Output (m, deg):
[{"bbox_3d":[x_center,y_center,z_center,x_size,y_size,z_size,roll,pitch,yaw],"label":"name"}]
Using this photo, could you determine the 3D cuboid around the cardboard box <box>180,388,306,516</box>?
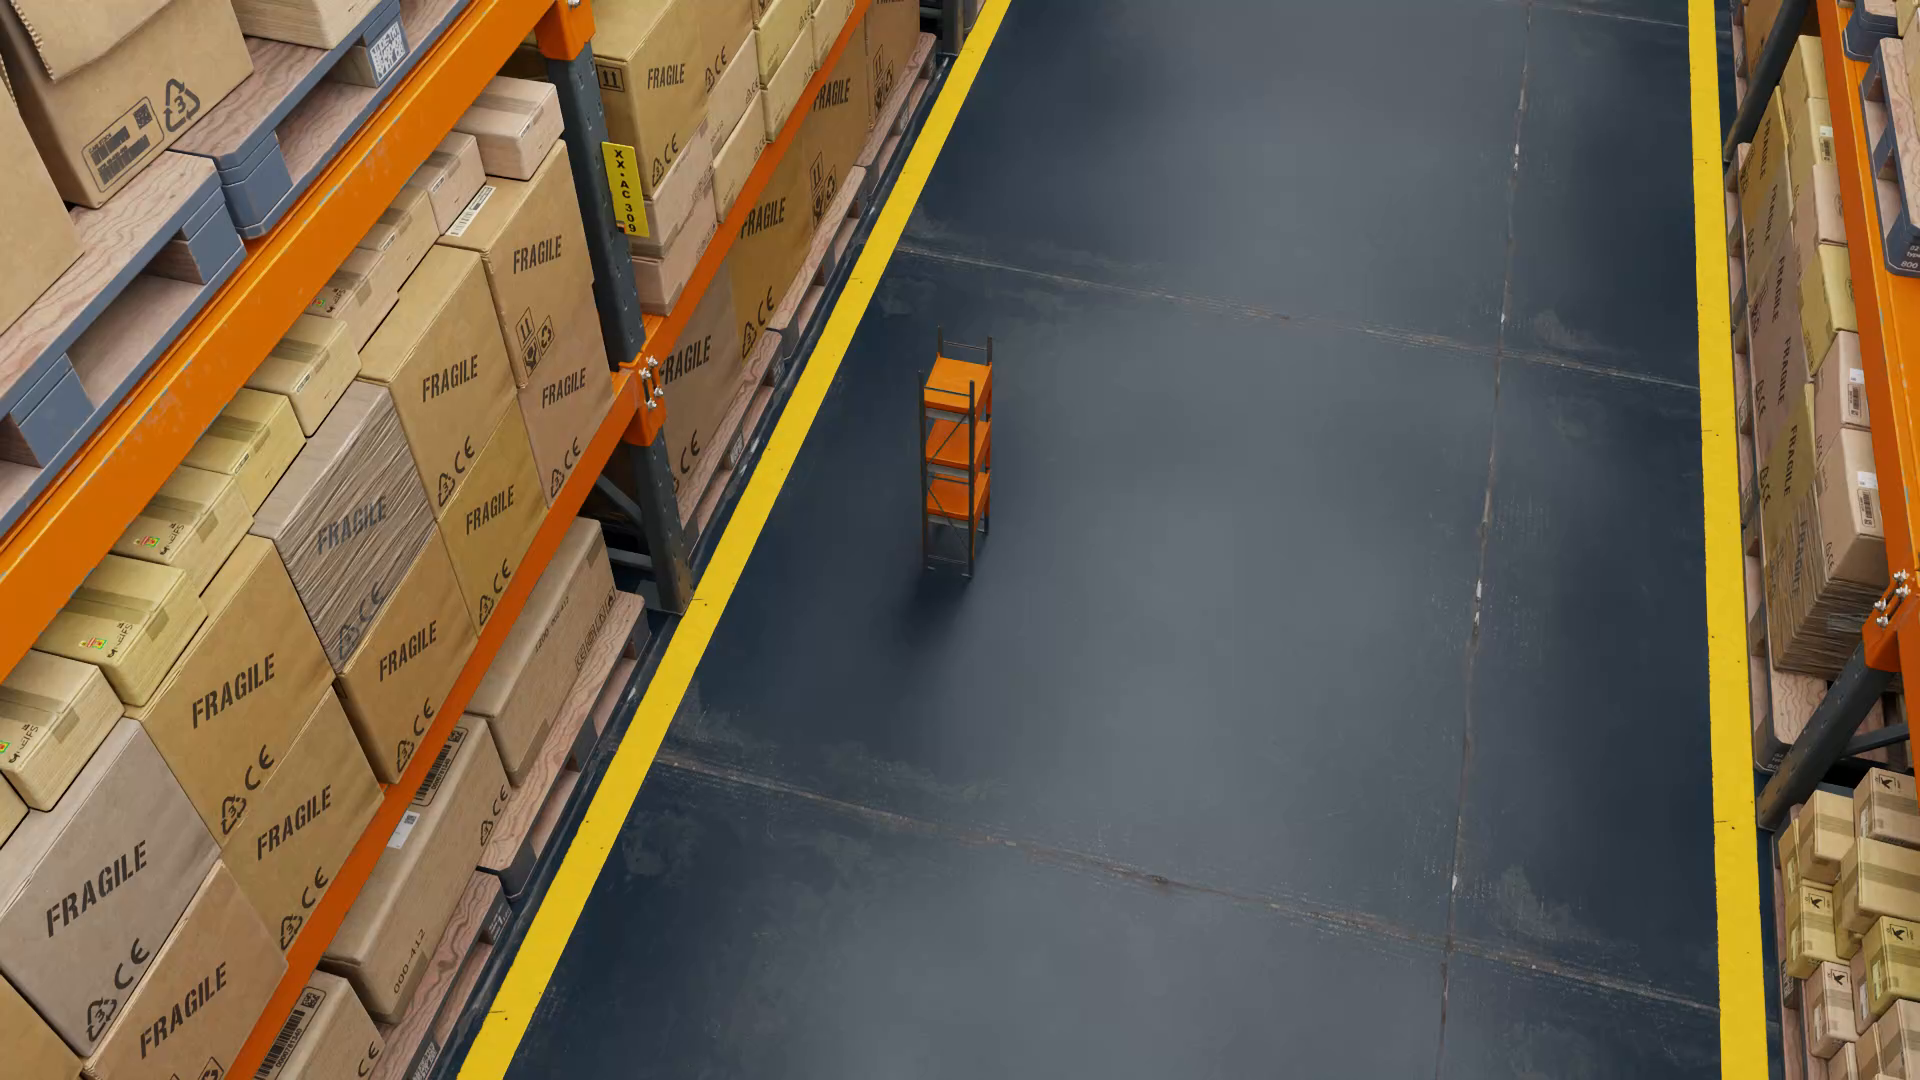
[{"bbox_3d":[-1.703,-0.218,3.694,0.380,0.149,0.250,11,49,9],"label":"cardboard box"}]

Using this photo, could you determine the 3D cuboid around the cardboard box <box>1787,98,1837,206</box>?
[{"bbox_3d":[3.775,-1.569,6.940,0.500,0.250,0.500,11,49,10],"label":"cardboard box"}]

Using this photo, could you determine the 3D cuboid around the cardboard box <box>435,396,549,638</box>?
[{"bbox_3d":[-1.537,-0.111,4.699,0.500,0.500,0.500,10,49,9],"label":"cardboard box"}]

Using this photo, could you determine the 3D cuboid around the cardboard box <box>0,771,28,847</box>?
[{"bbox_3d":[-1.975,0.512,3.050,0.380,0.149,0.250,12,50,10],"label":"cardboard box"}]

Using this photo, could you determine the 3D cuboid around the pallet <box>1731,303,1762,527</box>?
[{"bbox_3d":[3.793,-0.459,6.933,1.003,0.211,1.213,12,50,10],"label":"pallet"}]

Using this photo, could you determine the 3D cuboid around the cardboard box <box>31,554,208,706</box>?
[{"bbox_3d":[-1.775,0.162,3.359,0.380,0.149,0.250,10,49,9],"label":"cardboard box"}]

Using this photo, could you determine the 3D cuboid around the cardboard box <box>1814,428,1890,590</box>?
[{"bbox_3d":[3.222,-0.082,5.627,0.500,0.250,0.500,10,49,9],"label":"cardboard box"}]

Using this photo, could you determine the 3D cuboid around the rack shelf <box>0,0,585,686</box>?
[{"bbox_3d":[-2.058,-0.145,3.275,1.077,0.370,4.000,12,50,10],"label":"rack shelf"}]

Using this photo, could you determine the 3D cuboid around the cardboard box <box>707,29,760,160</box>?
[{"bbox_3d":[-1.034,-1.598,5.845,0.500,0.250,0.500,12,50,11],"label":"cardboard box"}]

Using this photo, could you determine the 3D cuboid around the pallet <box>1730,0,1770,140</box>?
[{"bbox_3d":[4.603,-2.459,8.699,1.003,0.211,1.213,12,50,10],"label":"pallet"}]

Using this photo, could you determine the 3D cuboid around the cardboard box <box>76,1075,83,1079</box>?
[{"bbox_3d":[-2.075,1.361,3.400,0.500,0.500,0.500,11,49,10],"label":"cardboard box"}]

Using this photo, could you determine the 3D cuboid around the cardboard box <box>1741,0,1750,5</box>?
[{"bbox_3d":[4.797,-3.277,8.781,1.050,0.750,0.750,12,50,11],"label":"cardboard box"}]

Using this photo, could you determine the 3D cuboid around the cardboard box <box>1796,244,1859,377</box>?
[{"bbox_3d":[3.496,-0.836,6.293,0.500,0.250,0.500,10,49,8],"label":"cardboard box"}]

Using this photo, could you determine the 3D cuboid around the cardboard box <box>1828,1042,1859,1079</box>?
[{"bbox_3d":[2.761,1.647,4.836,0.380,0.149,0.250,11,49,9],"label":"cardboard box"}]

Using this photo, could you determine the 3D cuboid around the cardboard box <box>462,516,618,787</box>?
[{"bbox_3d":[-1.801,0.305,5.828,0.875,0.438,0.875,11,49,9],"label":"cardboard box"}]

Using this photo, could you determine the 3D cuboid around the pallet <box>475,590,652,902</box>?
[{"bbox_3d":[-1.807,0.620,5.981,1.003,0.211,1.213,12,50,10],"label":"pallet"}]

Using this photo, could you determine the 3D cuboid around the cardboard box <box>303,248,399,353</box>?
[{"bbox_3d":[-1.604,-0.596,4.028,0.380,0.149,0.250,11,50,10],"label":"cardboard box"}]

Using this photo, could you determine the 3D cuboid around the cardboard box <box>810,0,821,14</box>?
[{"bbox_3d":[-0.744,-2.324,6.486,0.500,0.250,0.500,10,49,9],"label":"cardboard box"}]

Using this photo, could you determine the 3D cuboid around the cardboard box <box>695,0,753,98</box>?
[{"bbox_3d":[-1.031,-1.836,5.555,0.500,0.500,0.500,11,50,10],"label":"cardboard box"}]

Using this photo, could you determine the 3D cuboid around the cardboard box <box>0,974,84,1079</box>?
[{"bbox_3d":[-2.054,1.026,3.029,0.500,0.500,0.500,10,49,9],"label":"cardboard box"}]

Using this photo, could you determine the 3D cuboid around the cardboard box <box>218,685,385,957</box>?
[{"bbox_3d":[-1.808,0.631,4.044,0.500,0.500,0.500,13,50,11],"label":"cardboard box"}]

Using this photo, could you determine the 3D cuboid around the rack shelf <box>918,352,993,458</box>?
[{"bbox_3d":[-0.014,-0.489,6.036,0.215,0.259,0.240,12,50,10],"label":"rack shelf"}]

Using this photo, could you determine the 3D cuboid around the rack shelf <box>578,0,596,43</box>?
[{"bbox_3d":[-1.005,-3.038,5.829,1.077,0.370,4.000,12,50,10],"label":"rack shelf"}]

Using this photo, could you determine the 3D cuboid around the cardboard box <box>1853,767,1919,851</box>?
[{"bbox_3d":[2.980,0.883,5.114,0.380,0.149,0.250,13,50,12],"label":"cardboard box"}]

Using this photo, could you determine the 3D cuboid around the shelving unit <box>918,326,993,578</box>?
[{"bbox_3d":[-0.014,-0.309,6.241,0.215,1.050,0.252,12,50,10],"label":"shelving unit"}]

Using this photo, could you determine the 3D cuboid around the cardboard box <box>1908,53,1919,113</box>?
[{"bbox_3d":[3.664,-1.639,6.002,0.380,0.149,0.250,12,50,11],"label":"cardboard box"}]

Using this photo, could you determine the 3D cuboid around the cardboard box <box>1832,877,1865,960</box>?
[{"bbox_3d":[2.886,1.172,5.056,0.380,0.149,0.250,12,50,10],"label":"cardboard box"}]

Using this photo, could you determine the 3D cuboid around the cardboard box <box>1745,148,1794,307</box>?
[{"bbox_3d":[3.762,-1.313,7.214,0.500,0.500,0.500,12,50,10],"label":"cardboard box"}]

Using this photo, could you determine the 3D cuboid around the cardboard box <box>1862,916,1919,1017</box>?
[{"bbox_3d":[2.831,1.263,4.778,0.380,0.149,0.250,11,49,10],"label":"cardboard box"}]

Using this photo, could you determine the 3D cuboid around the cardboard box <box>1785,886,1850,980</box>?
[{"bbox_3d":[2.794,1.263,5.174,0.380,0.149,0.250,13,50,11],"label":"cardboard box"}]

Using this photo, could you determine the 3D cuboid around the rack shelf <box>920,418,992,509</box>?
[{"bbox_3d":[-0.014,-0.302,6.249,0.215,0.259,0.240,12,50,10],"label":"rack shelf"}]

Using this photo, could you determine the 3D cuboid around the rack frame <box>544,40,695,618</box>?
[{"bbox_3d":[-1.532,-0.837,5.407,1.000,3.000,0.127,12,50,10],"label":"rack frame"}]

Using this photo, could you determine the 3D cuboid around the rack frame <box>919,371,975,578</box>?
[{"bbox_3d":[-0.046,-0.220,6.163,0.200,1.050,0.008,12,50,10],"label":"rack frame"}]

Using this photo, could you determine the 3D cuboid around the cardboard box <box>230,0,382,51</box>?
[{"bbox_3d":[-1.461,-1.202,3.549,0.380,0.149,0.250,13,50,11],"label":"cardboard box"}]

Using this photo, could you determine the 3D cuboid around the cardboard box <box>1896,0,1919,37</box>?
[{"bbox_3d":[3.800,-2.014,6.333,0.380,0.149,0.250,14,50,12],"label":"cardboard box"}]

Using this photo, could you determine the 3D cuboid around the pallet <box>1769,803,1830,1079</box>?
[{"bbox_3d":[3.128,1.482,5.220,1.003,0.211,1.213,12,50,10],"label":"pallet"}]

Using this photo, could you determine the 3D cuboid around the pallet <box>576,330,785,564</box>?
[{"bbox_3d":[-1.401,-0.487,6.958,1.003,0.211,1.213,12,50,10],"label":"pallet"}]

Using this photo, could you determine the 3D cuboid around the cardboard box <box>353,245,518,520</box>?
[{"bbox_3d":[-1.531,-0.440,4.323,0.500,0.500,0.500,11,49,9],"label":"cardboard box"}]

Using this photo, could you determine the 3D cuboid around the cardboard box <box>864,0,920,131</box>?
[{"bbox_3d":[-0.741,-2.683,8.173,0.875,0.875,0.875,11,50,10],"label":"cardboard box"}]

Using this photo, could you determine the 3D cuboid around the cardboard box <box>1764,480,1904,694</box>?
[{"bbox_3d":[3.222,0.170,5.905,0.500,0.500,0.500,11,49,9],"label":"cardboard box"}]

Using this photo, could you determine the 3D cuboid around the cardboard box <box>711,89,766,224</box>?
[{"bbox_3d":[-1.027,-1.428,6.029,0.500,0.250,0.500,10,49,9],"label":"cardboard box"}]

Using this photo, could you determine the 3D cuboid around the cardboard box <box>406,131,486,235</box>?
[{"bbox_3d":[-1.480,-0.961,4.350,0.380,0.149,0.250,13,50,11],"label":"cardboard box"}]

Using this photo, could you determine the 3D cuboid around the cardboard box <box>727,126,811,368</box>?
[{"bbox_3d":[-1.216,-1.392,7.034,0.875,0.875,0.875,13,50,11],"label":"cardboard box"}]

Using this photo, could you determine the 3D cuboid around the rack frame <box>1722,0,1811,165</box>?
[{"bbox_3d":[4.323,-2.827,7.163,1.000,3.000,0.127,12,50,10],"label":"rack frame"}]

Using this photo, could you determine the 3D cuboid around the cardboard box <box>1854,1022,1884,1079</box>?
[{"bbox_3d":[2.783,1.551,4.723,0.380,0.149,0.250,9,49,8],"label":"cardboard box"}]

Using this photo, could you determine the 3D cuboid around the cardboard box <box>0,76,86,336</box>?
[{"bbox_3d":[-1.909,-0.570,2.757,0.500,0.500,0.500,12,50,11],"label":"cardboard box"}]

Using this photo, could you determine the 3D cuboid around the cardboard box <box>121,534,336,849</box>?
[{"bbox_3d":[-1.796,0.291,3.678,0.500,0.500,0.500,12,50,10],"label":"cardboard box"}]

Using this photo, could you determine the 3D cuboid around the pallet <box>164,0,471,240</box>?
[{"bbox_3d":[-1.757,-1.211,3.795,1.003,0.211,1.213,12,50,10],"label":"pallet"}]

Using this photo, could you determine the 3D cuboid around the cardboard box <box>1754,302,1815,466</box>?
[{"bbox_3d":[3.497,-0.571,6.560,0.500,0.500,0.500,11,49,9],"label":"cardboard box"}]

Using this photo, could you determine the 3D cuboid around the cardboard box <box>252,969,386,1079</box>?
[{"bbox_3d":[-2.275,1.604,4.681,0.875,0.438,0.875,13,50,11],"label":"cardboard box"}]

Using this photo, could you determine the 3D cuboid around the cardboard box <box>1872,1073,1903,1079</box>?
[{"bbox_3d":[2.639,1.624,4.460,0.380,0.149,0.250,13,50,11],"label":"cardboard box"}]

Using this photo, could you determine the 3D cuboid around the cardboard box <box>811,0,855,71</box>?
[{"bbox_3d":[-0.736,-2.156,6.671,0.500,0.250,0.500,11,49,9],"label":"cardboard box"}]

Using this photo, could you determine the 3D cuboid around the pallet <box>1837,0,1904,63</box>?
[{"bbox_3d":[4.238,-2.227,6.761,1.213,0.211,1.003,12,50,10],"label":"pallet"}]

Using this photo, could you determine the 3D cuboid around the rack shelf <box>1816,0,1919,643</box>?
[{"bbox_3d":[3.797,-1.142,6.156,1.077,0.370,4.000,12,50,10],"label":"rack shelf"}]

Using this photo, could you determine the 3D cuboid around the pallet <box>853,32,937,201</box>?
[{"bbox_3d":[-0.759,-2.252,8.516,1.003,0.211,1.213,12,50,10],"label":"pallet"}]
